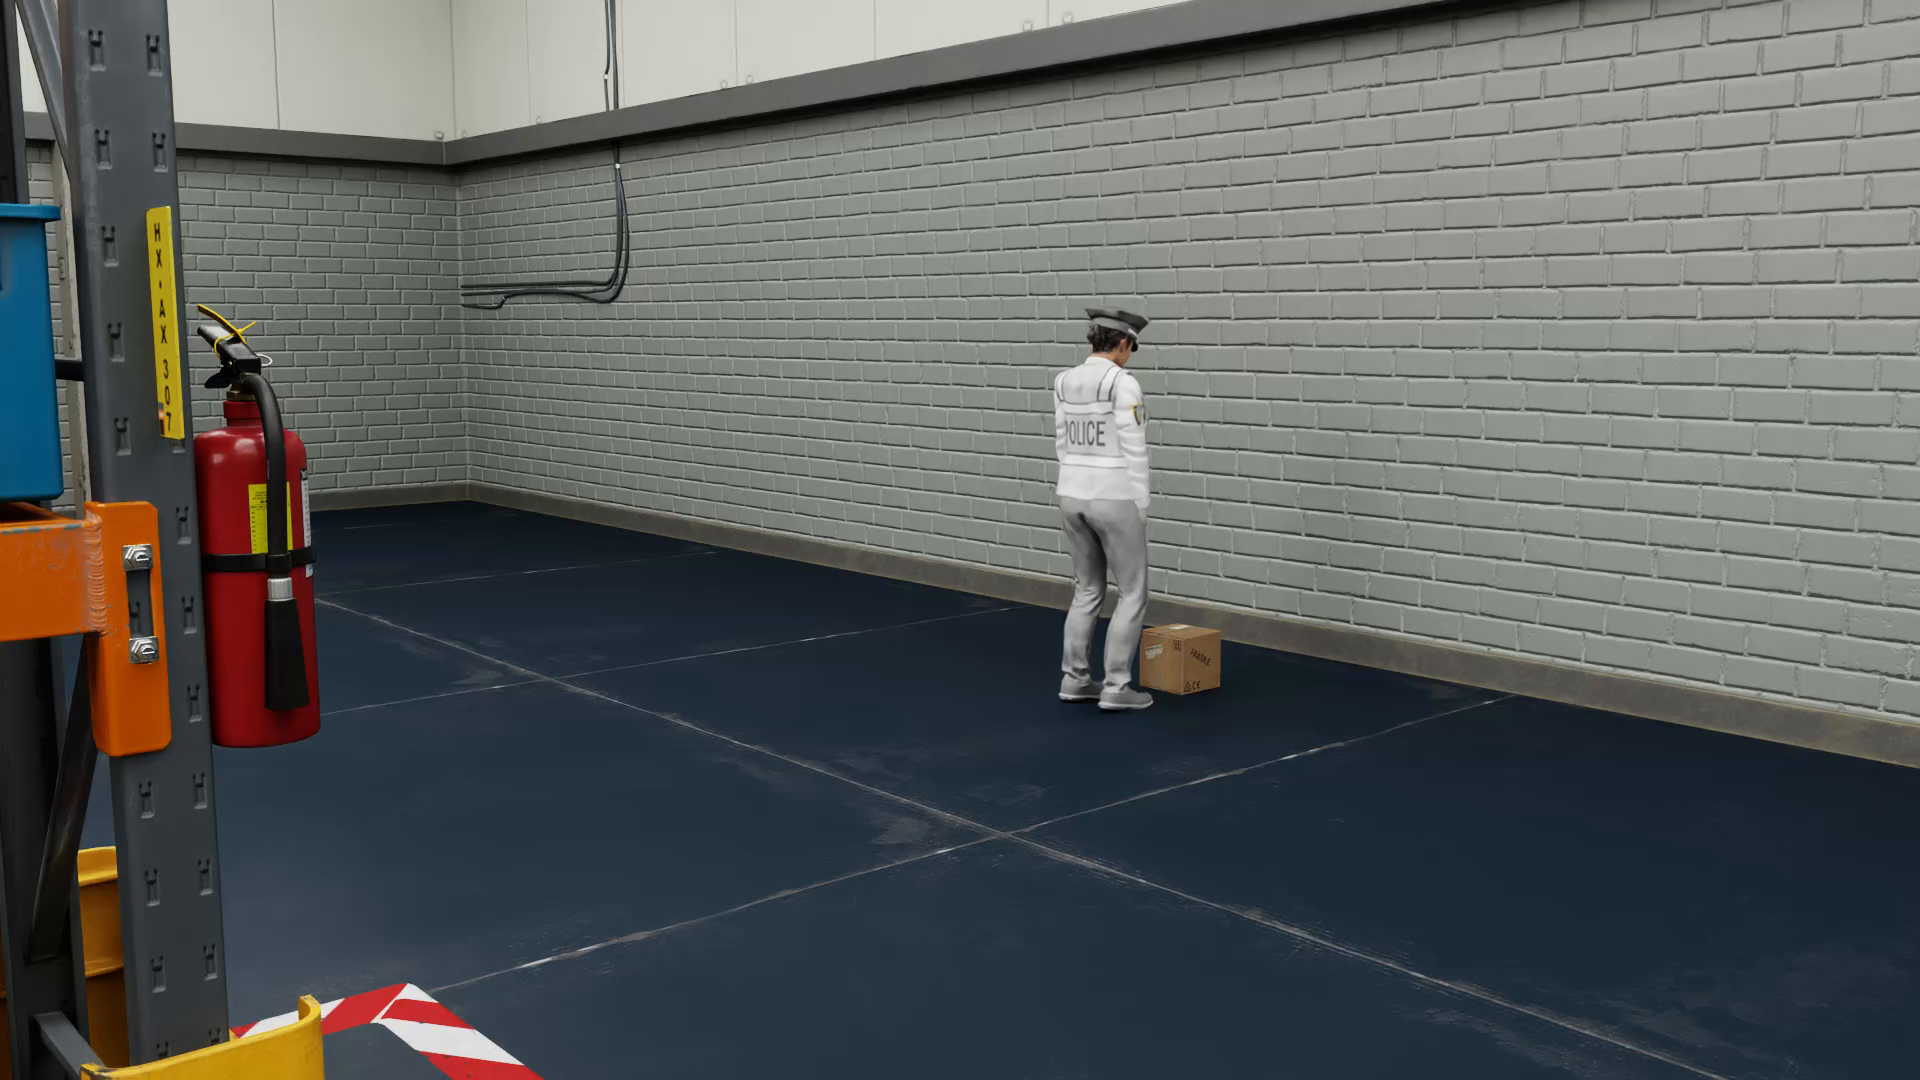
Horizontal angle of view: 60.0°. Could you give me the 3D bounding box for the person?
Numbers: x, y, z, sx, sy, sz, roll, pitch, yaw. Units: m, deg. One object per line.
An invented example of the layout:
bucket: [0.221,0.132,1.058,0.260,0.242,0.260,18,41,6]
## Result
person: [0.597,-0.131,6.876,0.381,1.653,0.468,-6,10,-40]
